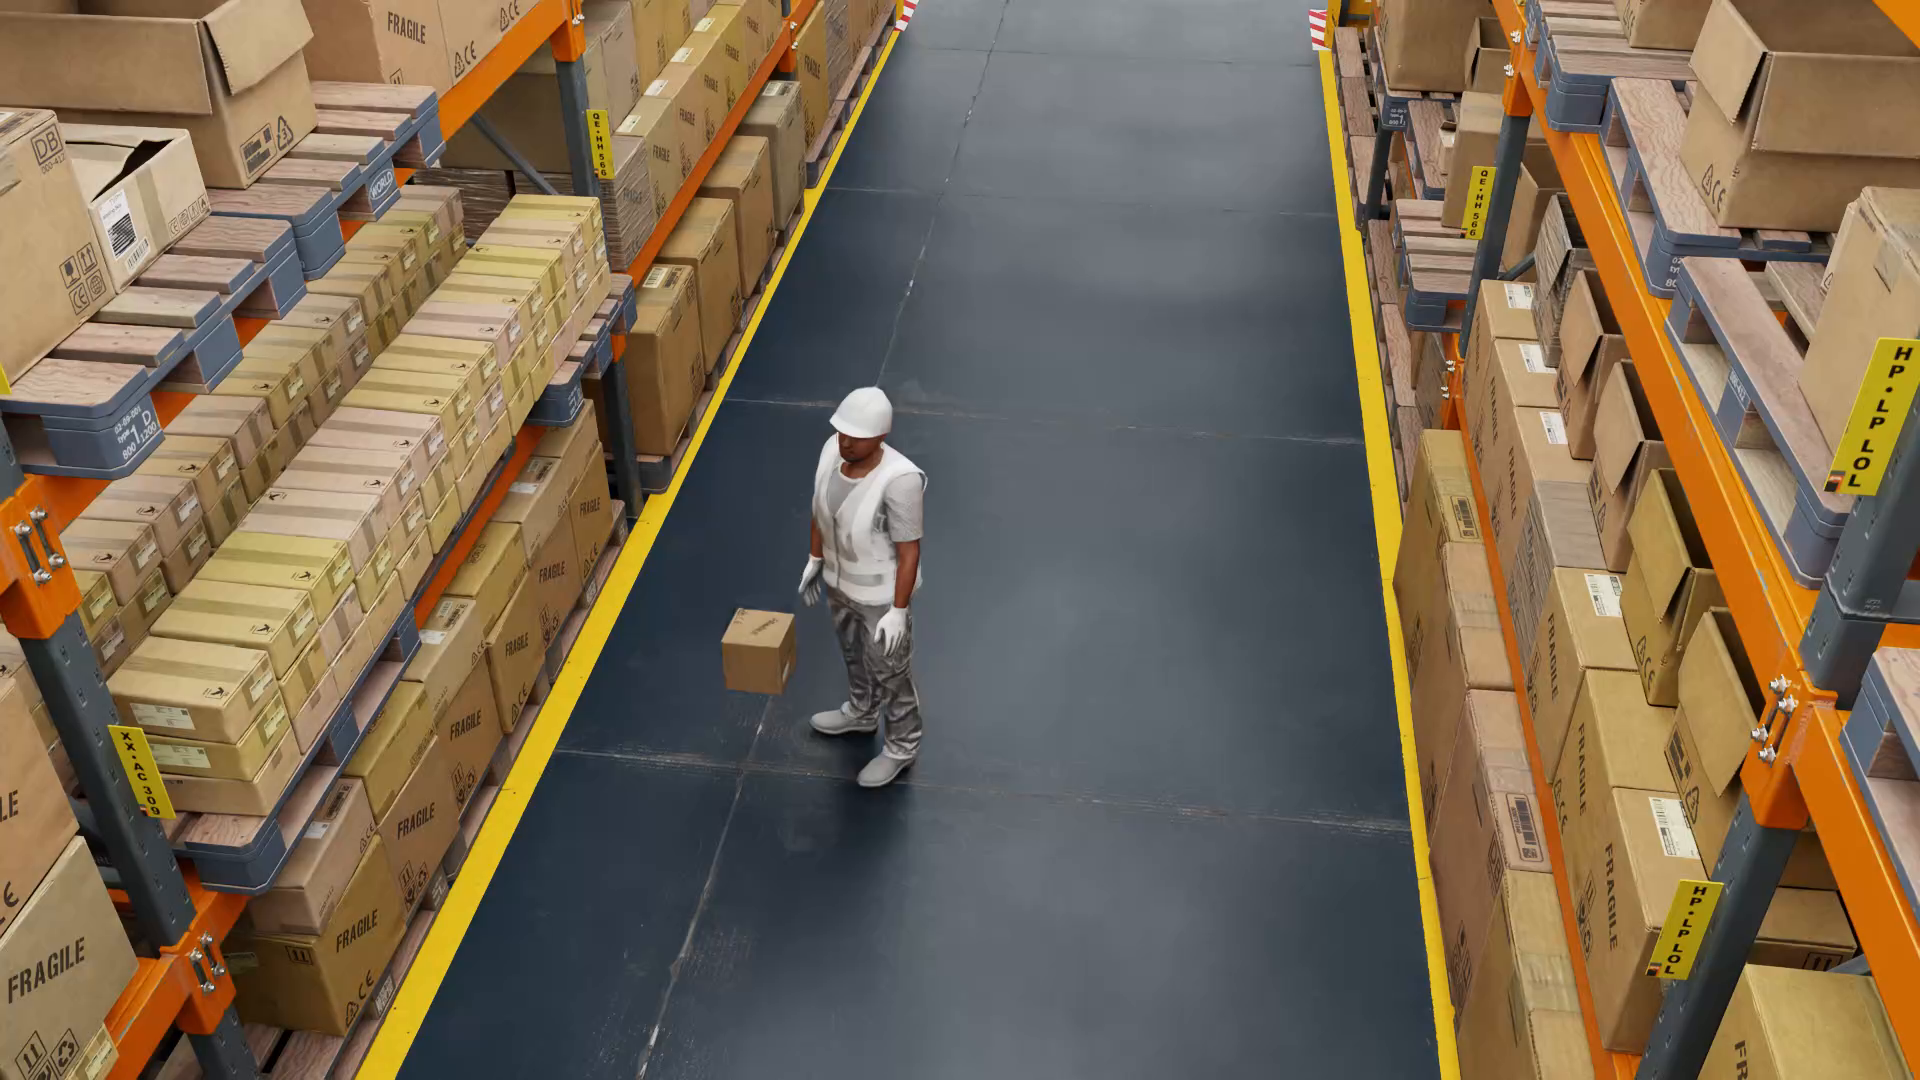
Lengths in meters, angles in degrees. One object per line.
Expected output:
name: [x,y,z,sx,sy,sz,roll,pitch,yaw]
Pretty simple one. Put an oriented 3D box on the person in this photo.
person: [-0.381,0.191,6.710,0.396,1.794,0.637,-27,44,-32]
